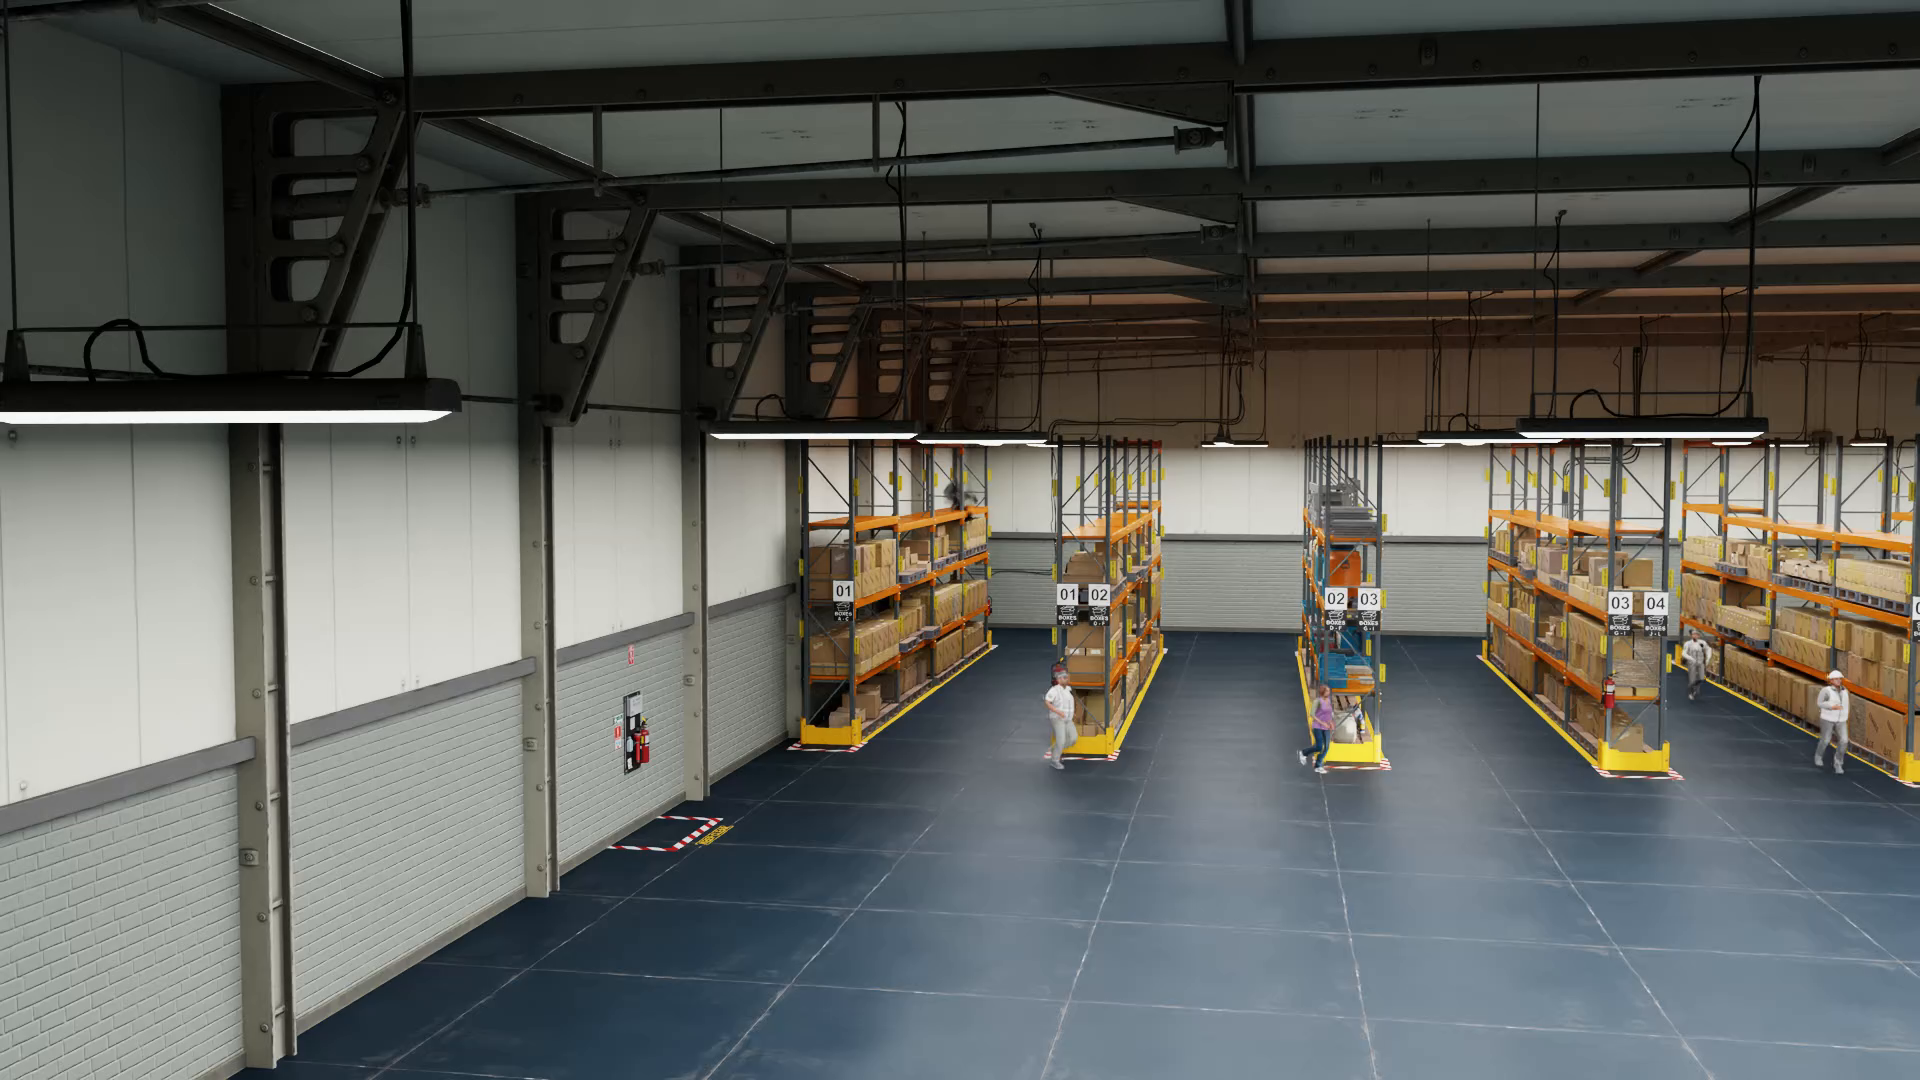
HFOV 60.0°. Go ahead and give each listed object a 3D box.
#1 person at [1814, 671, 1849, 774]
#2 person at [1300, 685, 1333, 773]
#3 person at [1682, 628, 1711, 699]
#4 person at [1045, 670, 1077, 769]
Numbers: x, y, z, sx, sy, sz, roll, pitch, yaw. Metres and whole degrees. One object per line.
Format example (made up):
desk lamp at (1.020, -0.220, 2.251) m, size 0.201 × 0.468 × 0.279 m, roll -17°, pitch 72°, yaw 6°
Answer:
person at (15.578, 3.245, 29.653) m, size 0.667 × 1.851 × 0.755 m, roll 0°, pitch 3°, yaw 1°
person at (6.399, 3.343, 29.598) m, size 0.564 × 1.548 × 0.635 m, roll -2°, pitch 4°, yaw -37°
person at (16.858, 2.840, 38.057) m, size 0.639 × 1.658 × 0.679 m, roll 1°, pitch 3°, yaw 17°
person at (1.876, 3.233, 30.069) m, size 0.692 × 1.754 × 0.501 m, roll -3°, pitch 4°, yaw -41°
